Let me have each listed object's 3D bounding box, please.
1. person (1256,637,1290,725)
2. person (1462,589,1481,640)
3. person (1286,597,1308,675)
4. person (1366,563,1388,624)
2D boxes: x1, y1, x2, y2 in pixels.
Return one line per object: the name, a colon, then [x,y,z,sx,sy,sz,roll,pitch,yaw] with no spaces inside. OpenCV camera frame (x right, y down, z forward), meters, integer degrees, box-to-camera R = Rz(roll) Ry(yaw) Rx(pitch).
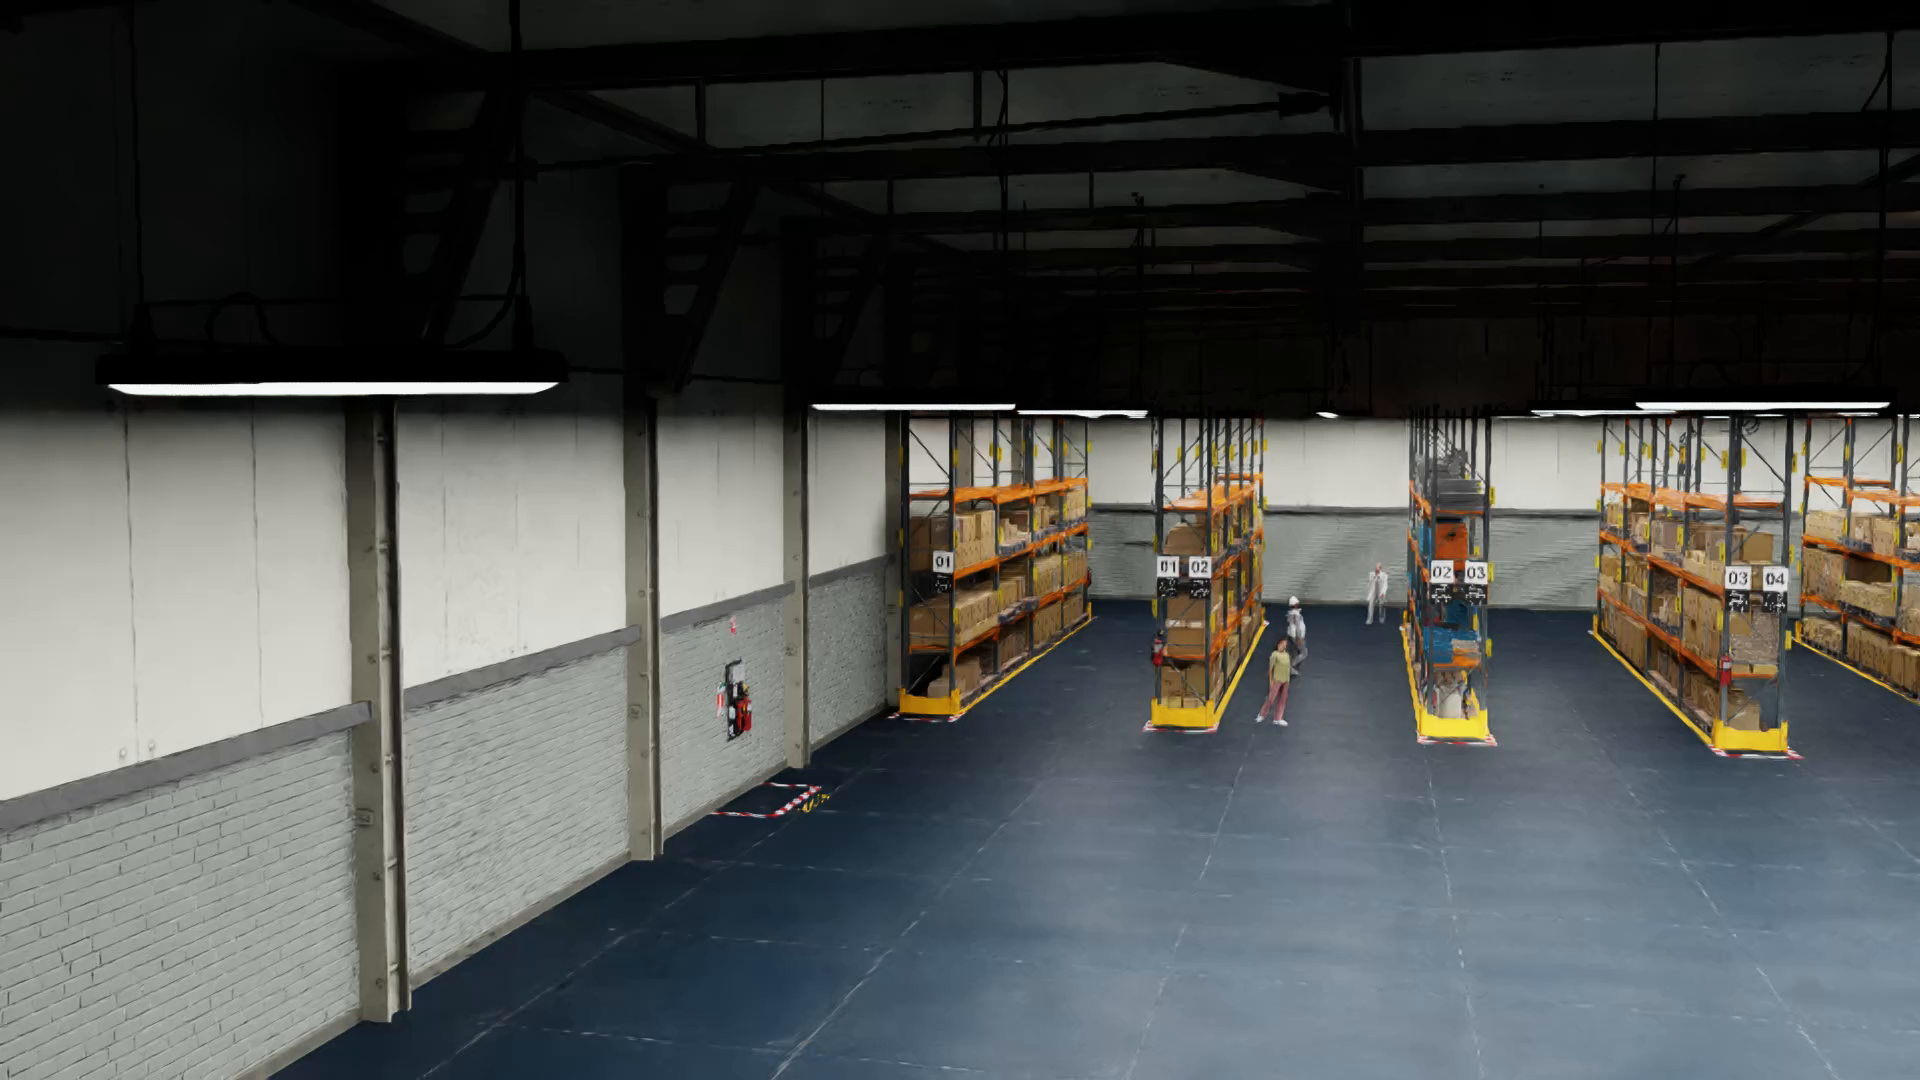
person: [5.901,2.644,31.302,0.632,1.664,0.484,-2,5,-27]
person: [13.230,1.805,43.326,0.613,1.607,0.808,0,4,-4]
person: [7.523,2.159,37.344,0.447,1.770,0.569,-1,4,-12]
person: [11.723,1.501,46.683,0.575,1.714,1.103,2,4,24]
